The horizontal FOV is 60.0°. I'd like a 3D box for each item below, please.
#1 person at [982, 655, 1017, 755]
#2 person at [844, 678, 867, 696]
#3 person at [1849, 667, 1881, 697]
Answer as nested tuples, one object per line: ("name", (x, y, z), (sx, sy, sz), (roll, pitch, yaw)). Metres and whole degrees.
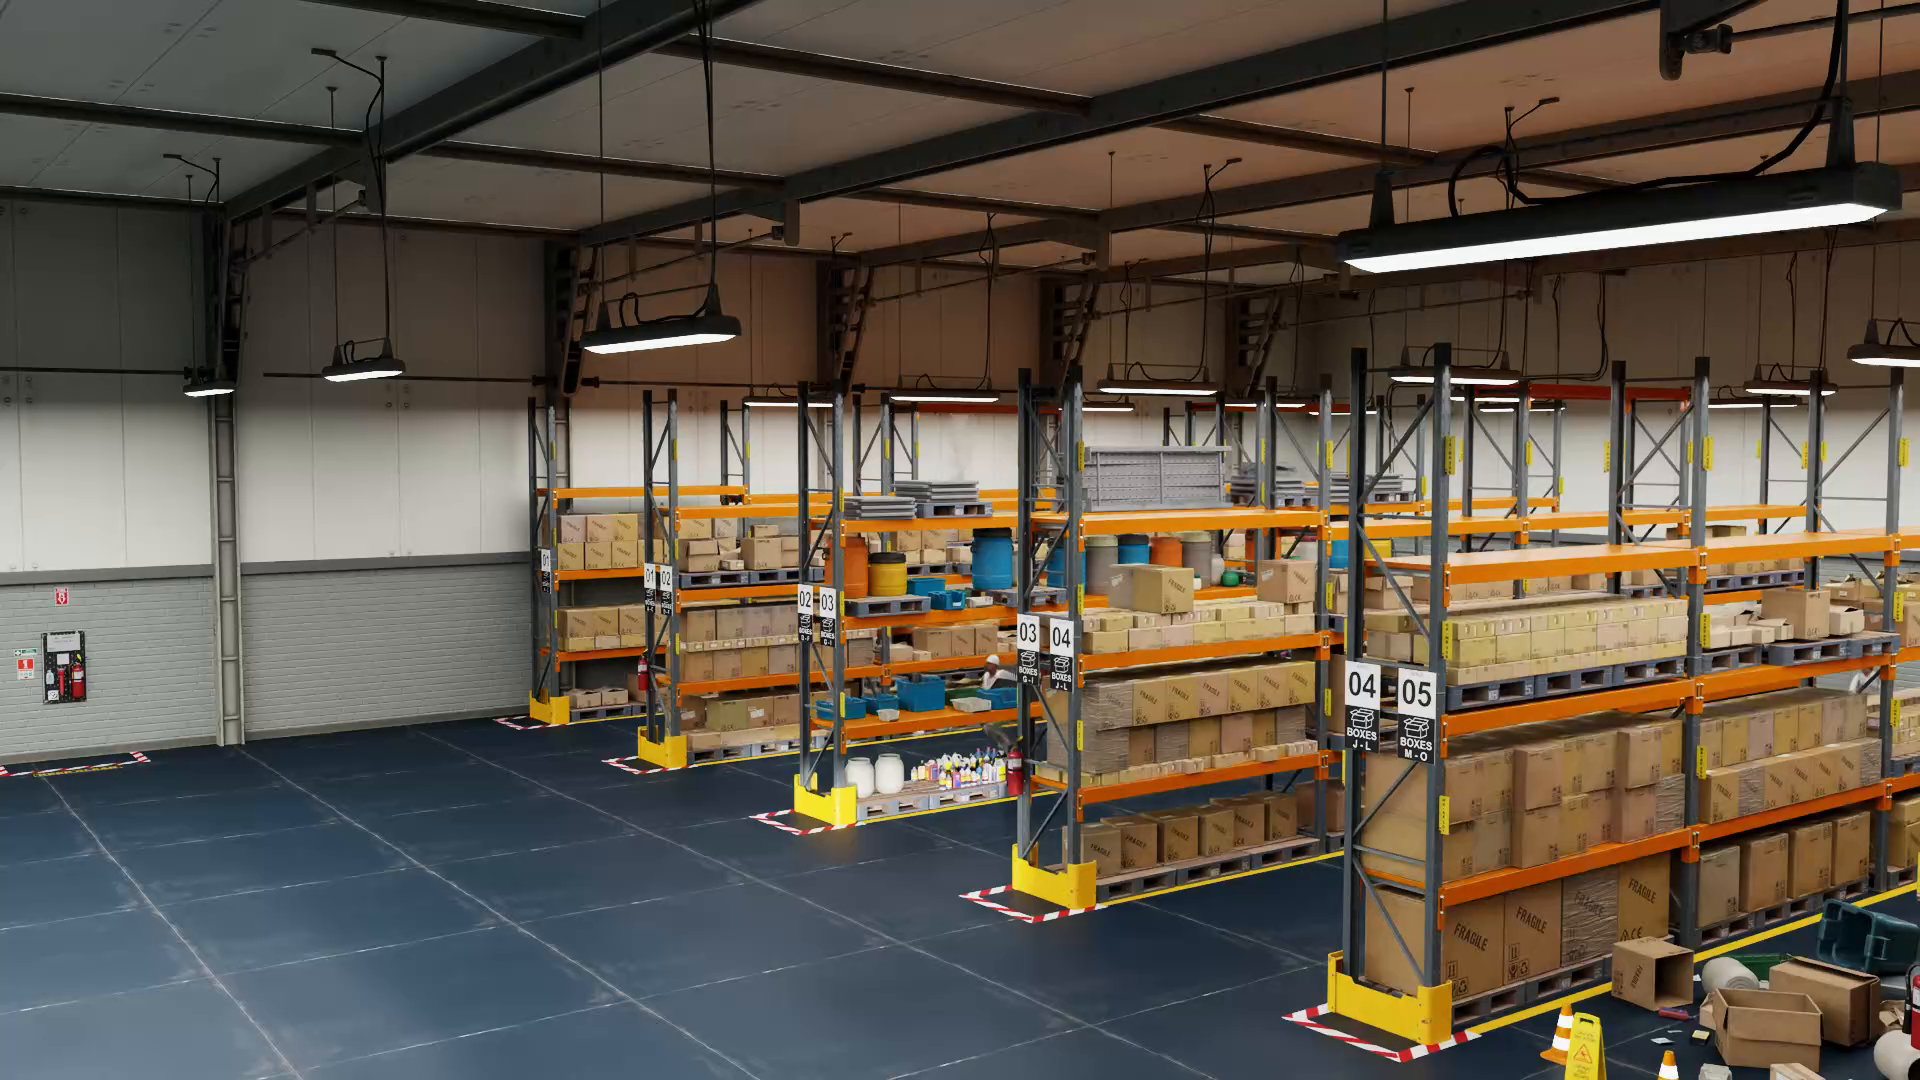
("person", (0.574, 2.705, 26.706), (0.728, 1.722, 0.726), (-2, 4, -32))
("person", (-2.096, 2.412, 31.909), (0.738, 1.854, 0.971), (3, 5, 43))
("person", (15.109, 2.771, 27.693), (0.569, 1.572, 0.781), (1, 4, 17))
